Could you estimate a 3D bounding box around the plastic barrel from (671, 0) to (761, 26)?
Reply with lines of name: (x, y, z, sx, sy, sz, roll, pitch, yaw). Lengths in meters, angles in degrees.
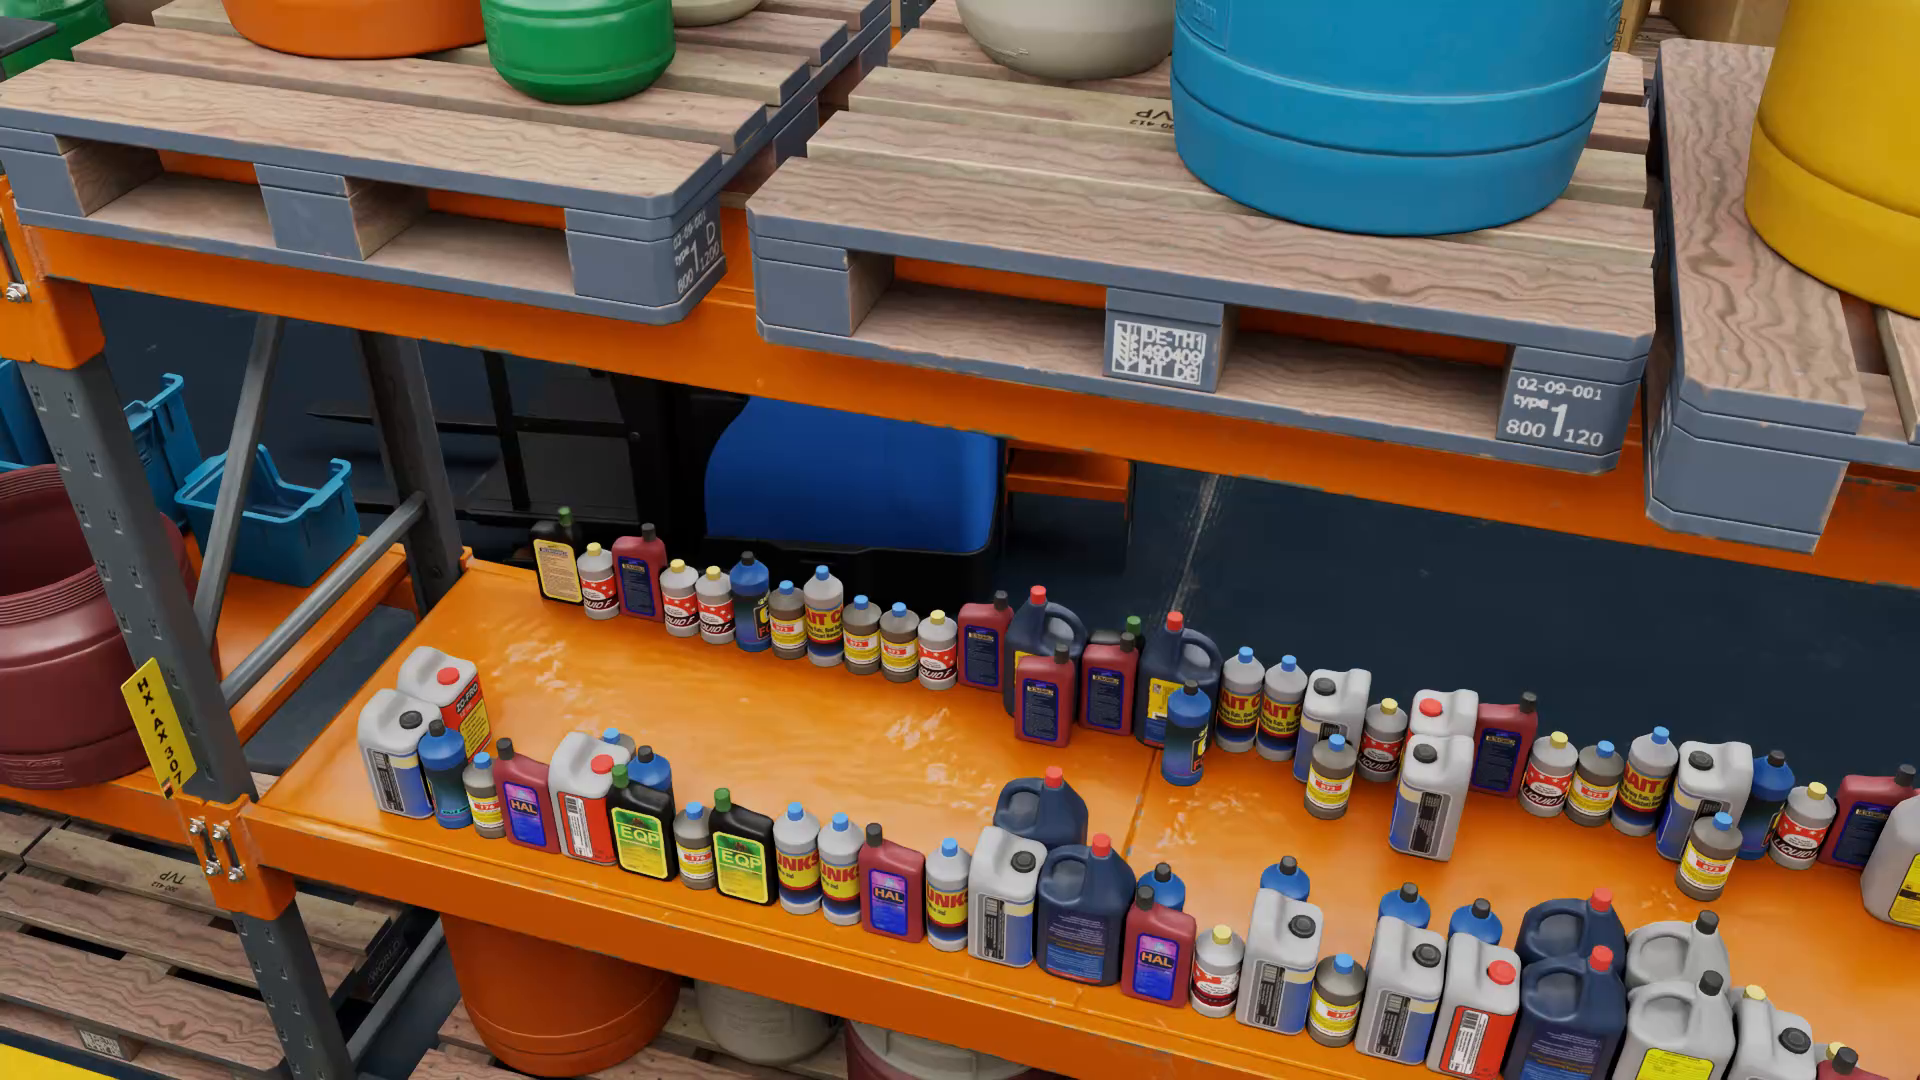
plastic barrel: (-0.475, -1.058, 2.889, 0.301, 0.262, 0.301, 0, 36, 0)

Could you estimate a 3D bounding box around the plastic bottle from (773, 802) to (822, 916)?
plastic bottle: (-0.334, 0.650, 3.445, 0.097, 0.271, 0.097, 0, 36, 0)

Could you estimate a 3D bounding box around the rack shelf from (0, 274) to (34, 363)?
rack shelf: (-3.451, -1.115, 3.811, 4.000, 0.370, 1.077, 10, 38, 14)

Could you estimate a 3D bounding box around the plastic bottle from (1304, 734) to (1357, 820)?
plastic bottle: (0.823, 0.516, 3.687, 0.097, 0.201, 0.097, 0, 36, 0)

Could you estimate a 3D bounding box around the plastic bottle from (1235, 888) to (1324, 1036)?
plastic bottle: (0.623, 0.808, 3.226, 0.135, 0.276, 0.152, 10, 38, 14)

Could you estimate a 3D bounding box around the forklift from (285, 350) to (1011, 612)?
forklift: (-1.338, -1.281, 6.018, 3.031, 2.935, 1.130, 4, 37, 5)

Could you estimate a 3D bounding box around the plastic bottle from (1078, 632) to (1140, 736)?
plastic bottle: (0.348, 0.326, 3.874, 0.133, 0.283, 0.061, 10, 38, 14)

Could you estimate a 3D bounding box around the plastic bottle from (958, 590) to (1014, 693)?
plastic bottle: (0.062, 0.236, 3.998, 0.133, 0.283, 0.061, 10, 38, 14)

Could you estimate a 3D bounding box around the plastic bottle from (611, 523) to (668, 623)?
plastic bottle: (-0.809, 0.075, 4.217, 0.133, 0.283, 0.061, 10, 38, 14)

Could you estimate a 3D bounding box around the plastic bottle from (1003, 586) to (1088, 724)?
plastic bottle: (0.201, 0.260, 3.907, 0.185, 0.351, 0.144, 10, 38, 14)

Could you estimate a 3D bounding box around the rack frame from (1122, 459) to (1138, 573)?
rack frame: (0.670, -0.424, 6.314, 0.015, 1.200, 0.240, 6, 37, 8)

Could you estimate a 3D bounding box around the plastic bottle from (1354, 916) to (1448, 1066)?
plastic bottle: (0.845, 0.849, 3.170, 0.135, 0.276, 0.152, 10, 38, 14)

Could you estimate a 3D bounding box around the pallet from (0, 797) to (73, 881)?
pallet: (-3.431, 0.904, 5.344, 1.213, 0.211, 1.003, 10, 38, 14)

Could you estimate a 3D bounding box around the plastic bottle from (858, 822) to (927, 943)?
plastic bottle: (-0.136, 0.693, 3.376, 0.133, 0.283, 0.061, 10, 38, 14)

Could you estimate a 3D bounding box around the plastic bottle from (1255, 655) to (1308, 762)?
plastic bottle: (0.740, 0.377, 3.815, 0.097, 0.271, 0.097, 0, 36, 0)

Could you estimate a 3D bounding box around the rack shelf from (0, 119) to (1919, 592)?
rack shelf: (0.367, -0.408, 2.850, 4.000, 0.370, 1.077, 10, 38, 14)

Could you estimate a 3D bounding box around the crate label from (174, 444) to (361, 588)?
crate label: (-1.833, -0.062, 4.446, 0.416, 0.233, 0.303, 10, 38, 14)

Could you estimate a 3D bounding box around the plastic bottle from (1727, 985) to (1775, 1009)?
plastic bottle: (1.474, 0.918, 3.139, 0.097, 0.201, 0.097, 0, 36, 0)

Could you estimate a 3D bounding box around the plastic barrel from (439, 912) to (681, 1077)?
plastic barrel: (-1.070, 0.938, 4.421, 0.708, 0.830, 0.600, 10, 38, 14)

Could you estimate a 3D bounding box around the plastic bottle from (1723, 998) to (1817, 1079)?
plastic bottle: (1.454, 0.962, 3.017, 0.135, 0.276, 0.152, 10, 38, 14)

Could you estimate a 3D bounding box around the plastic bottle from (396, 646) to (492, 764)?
plastic bottle: (-1.180, 0.380, 3.808, 0.135, 0.276, 0.152, 10, 38, 14)

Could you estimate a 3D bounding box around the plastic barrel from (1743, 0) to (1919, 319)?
plastic barrel: (1.344, -0.636, 2.040, 0.600, 0.588, 0.600, 0, 36, 0)

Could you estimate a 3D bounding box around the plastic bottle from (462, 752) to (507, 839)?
plastic bottle: (-1.030, 0.549, 3.641, 0.097, 0.201, 0.097, 0, 36, 0)

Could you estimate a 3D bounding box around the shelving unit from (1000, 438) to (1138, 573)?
shelving unit: (0.430, -0.451, 6.350, 0.503, 1.200, 0.258, 6, 37, 8)

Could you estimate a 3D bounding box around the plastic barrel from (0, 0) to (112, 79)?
plastic barrel: (-1.793, -1.004, 3.183, 0.294, 0.245, 0.294, 0, 36, 0)

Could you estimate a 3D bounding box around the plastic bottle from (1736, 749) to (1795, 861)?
plastic bottle: (1.717, 0.558, 3.569, 0.097, 0.271, 0.097, 0, 36, 0)

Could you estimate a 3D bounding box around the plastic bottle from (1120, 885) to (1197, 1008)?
plastic bottle: (0.389, 0.790, 3.244, 0.133, 0.283, 0.061, 10, 38, 14)

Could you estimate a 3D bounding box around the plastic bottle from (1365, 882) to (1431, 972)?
plastic bottle: (0.864, 0.777, 3.272, 0.097, 0.271, 0.097, 0, 36, 0)

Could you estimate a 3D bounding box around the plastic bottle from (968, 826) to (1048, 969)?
plastic bottle: (0.098, 0.711, 3.358, 0.135, 0.276, 0.152, 10, 38, 14)

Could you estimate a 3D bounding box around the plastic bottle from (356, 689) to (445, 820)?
plastic bottle: (-1.226, 0.466, 3.691, 0.135, 0.276, 0.152, 10, 38, 14)

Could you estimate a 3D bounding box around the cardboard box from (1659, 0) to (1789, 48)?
cardboard box: (3.371, -2.358, 6.985, 0.500, 0.500, 0.700, -1, 36, -2)

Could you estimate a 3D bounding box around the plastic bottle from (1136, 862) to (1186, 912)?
plastic bottle: (0.395, 0.747, 3.313, 0.097, 0.271, 0.097, 0, 36, 0)

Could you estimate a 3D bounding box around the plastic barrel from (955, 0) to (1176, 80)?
plastic barrel: (0.195, -1.047, 2.643, 0.433, 0.535, 0.433, 0, 36, 0)

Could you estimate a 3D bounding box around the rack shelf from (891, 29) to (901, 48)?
rack shelf: (-1.971, -2.709, 8.507, 4.000, 0.370, 1.077, 10, 38, 14)

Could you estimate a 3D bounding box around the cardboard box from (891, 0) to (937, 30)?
cardboard box: (-0.396, -2.698, 7.961, 0.500, 0.311, 0.500, 13, 38, 17)

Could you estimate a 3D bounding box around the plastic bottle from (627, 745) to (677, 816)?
plastic bottle: (-0.663, 0.551, 3.579, 0.097, 0.271, 0.097, 0, 36, 0)

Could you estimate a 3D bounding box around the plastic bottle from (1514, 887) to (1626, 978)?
plastic bottle: (1.167, 0.792, 3.185, 0.185, 0.351, 0.144, 10, 38, 14)

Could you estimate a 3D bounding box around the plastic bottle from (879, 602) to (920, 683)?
plastic bottle: (-0.146, 0.242, 4.059, 0.097, 0.201, 0.097, 0, 36, 0)

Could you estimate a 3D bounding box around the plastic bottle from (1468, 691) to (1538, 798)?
plastic bottle: (1.205, 0.448, 3.710, 0.133, 0.283, 0.061, 10, 38, 14)

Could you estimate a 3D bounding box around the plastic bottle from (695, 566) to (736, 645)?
plastic bottle: (-0.611, 0.156, 4.176, 0.097, 0.201, 0.097, 0, 36, 0)

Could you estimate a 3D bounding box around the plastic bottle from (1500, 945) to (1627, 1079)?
plastic bottle: (1.124, 0.874, 3.074, 0.185, 0.351, 0.144, 10, 38, 14)

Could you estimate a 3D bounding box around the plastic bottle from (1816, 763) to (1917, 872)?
plastic bottle: (1.926, 0.581, 3.529, 0.133, 0.283, 0.061, 10, 38, 14)

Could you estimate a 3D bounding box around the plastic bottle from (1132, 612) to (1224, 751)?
plastic bottle: (0.505, 0.317, 3.831, 0.185, 0.351, 0.144, 10, 38, 14)

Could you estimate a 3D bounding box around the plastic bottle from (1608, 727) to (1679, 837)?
plastic bottle: (1.496, 0.517, 3.625, 0.097, 0.271, 0.097, 0, 36, 0)

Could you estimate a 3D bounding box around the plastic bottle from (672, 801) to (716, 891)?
plastic bottle: (-0.554, 0.637, 3.521, 0.097, 0.201, 0.097, 0, 36, 0)

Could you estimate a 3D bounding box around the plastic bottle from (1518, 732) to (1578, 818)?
plastic bottle: (1.310, 0.511, 3.692, 0.097, 0.201, 0.097, 0, 36, 0)

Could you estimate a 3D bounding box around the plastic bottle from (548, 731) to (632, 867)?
plastic bottle: (-0.784, 0.548, 3.580, 0.135, 0.276, 0.152, 10, 38, 14)

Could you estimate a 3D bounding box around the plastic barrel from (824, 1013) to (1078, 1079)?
plastic barrel: (0.008, 1.235, 4.221, 0.708, 0.588, 0.600, 10, 38, 14)

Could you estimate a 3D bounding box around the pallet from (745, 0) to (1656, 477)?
pallet: (0.415, -0.550, 2.596, 1.213, 0.211, 1.003, 10, 38, 14)

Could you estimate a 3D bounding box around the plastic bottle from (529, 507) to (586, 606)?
plastic bottle: (-1.029, 0.034, 4.272, 0.133, 0.283, 0.061, 10, 38, 14)

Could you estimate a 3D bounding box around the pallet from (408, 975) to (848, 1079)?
pallet: (-0.777, 1.395, 4.676, 1.213, 0.211, 1.003, 10, 38, 14)

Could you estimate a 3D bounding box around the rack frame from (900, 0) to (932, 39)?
rack frame: (-0.062, -2.645, 7.814, 0.127, 3.000, 1.000, 10, 38, 14)

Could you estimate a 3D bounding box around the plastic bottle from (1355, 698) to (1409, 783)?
plastic bottle: (0.961, 0.447, 3.780, 0.097, 0.201, 0.097, 0, 36, 0)

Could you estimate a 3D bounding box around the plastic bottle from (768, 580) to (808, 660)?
plastic bottle: (-0.425, 0.190, 4.129, 0.097, 0.201, 0.097, 0, 36, 0)

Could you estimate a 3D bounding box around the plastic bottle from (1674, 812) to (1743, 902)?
plastic bottle: (1.579, 0.656, 3.496, 0.097, 0.201, 0.097, 0, 36, 0)

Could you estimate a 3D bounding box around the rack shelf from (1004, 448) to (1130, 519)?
rack shelf: (0.430, -0.237, 6.508, 0.480, 0.148, 0.258, 6, 37, 8)

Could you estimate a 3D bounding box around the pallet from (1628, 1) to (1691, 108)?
pallet: (3.026, -2.064, 7.186, 1.213, 0.211, 1.003, 10, 38, 14)
